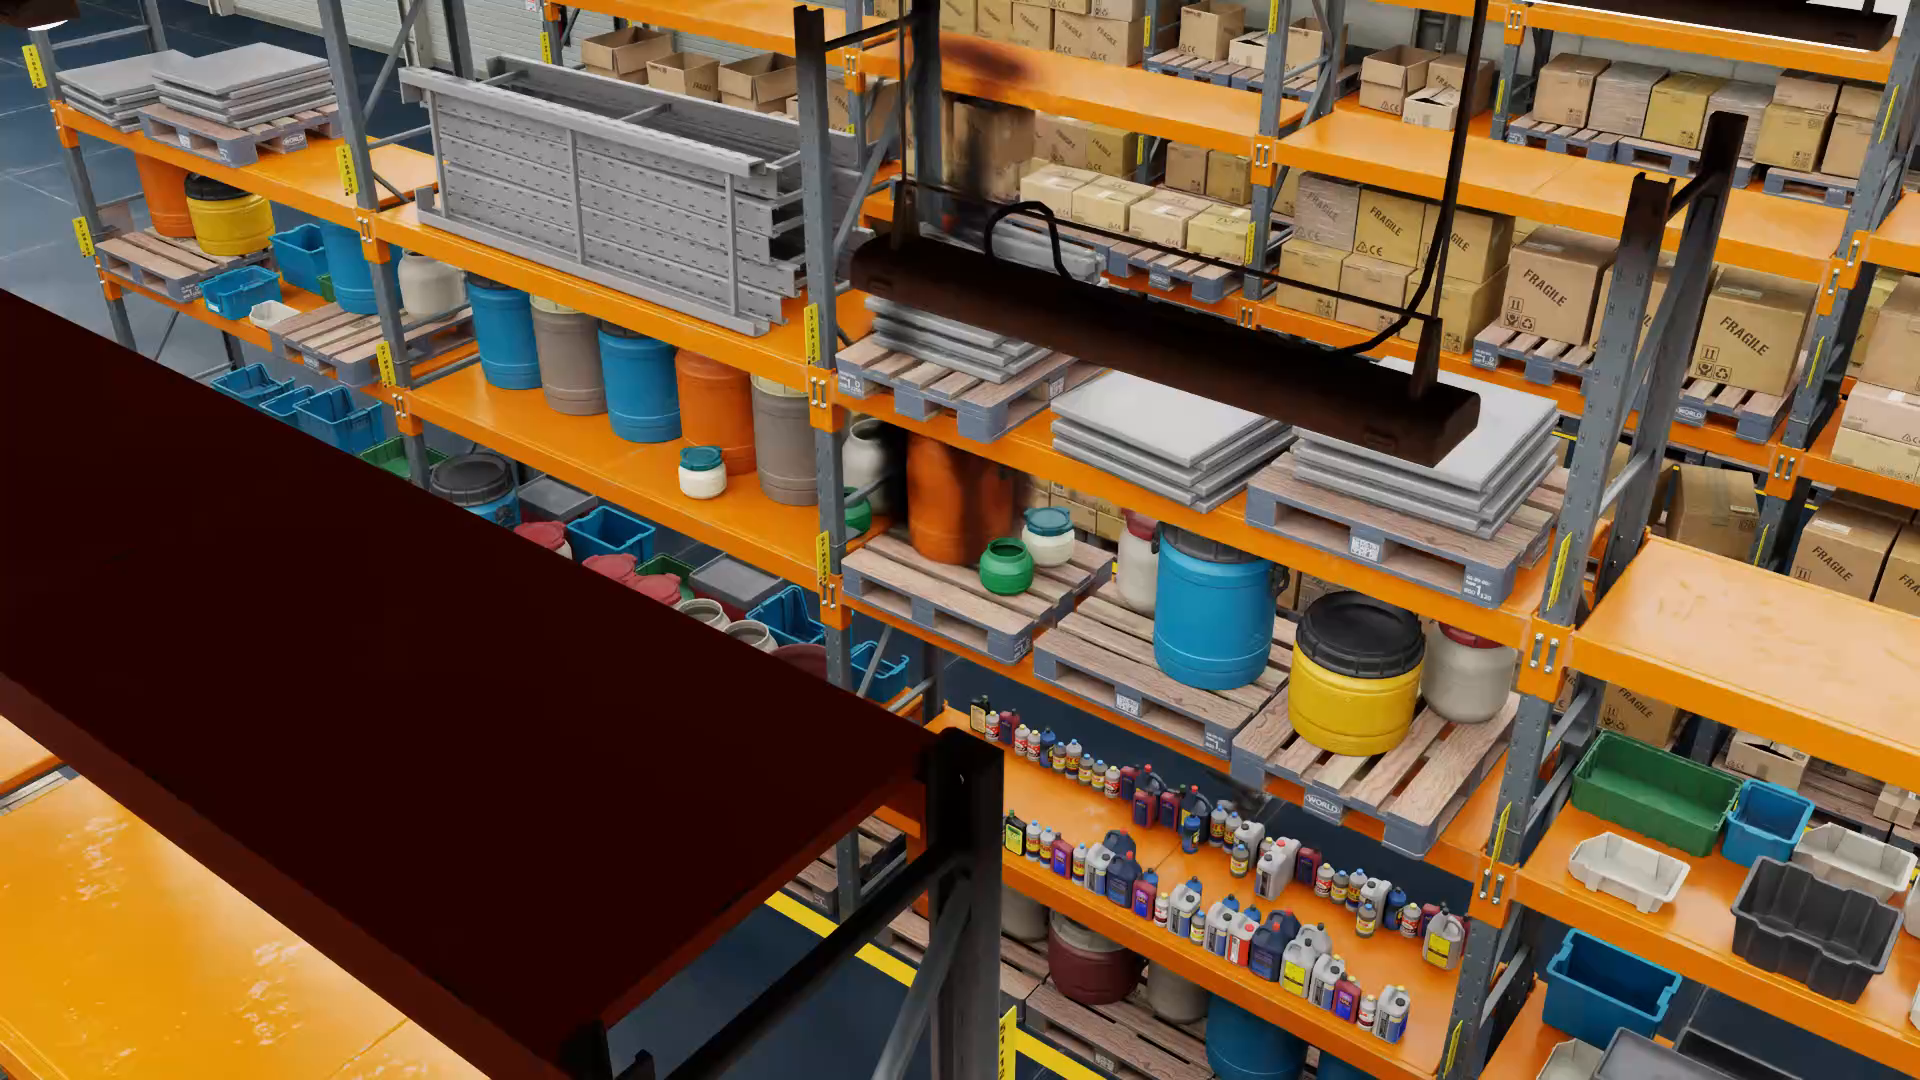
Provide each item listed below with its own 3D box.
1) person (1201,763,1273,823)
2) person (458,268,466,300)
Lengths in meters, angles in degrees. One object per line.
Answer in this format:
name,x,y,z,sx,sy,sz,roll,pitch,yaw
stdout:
person,1.955,1.261,11.517,0.653,1.736,0.674,26,40,36
person,-5.745,-3.016,18.563,0.643,1.799,0.665,-18,36,-27
